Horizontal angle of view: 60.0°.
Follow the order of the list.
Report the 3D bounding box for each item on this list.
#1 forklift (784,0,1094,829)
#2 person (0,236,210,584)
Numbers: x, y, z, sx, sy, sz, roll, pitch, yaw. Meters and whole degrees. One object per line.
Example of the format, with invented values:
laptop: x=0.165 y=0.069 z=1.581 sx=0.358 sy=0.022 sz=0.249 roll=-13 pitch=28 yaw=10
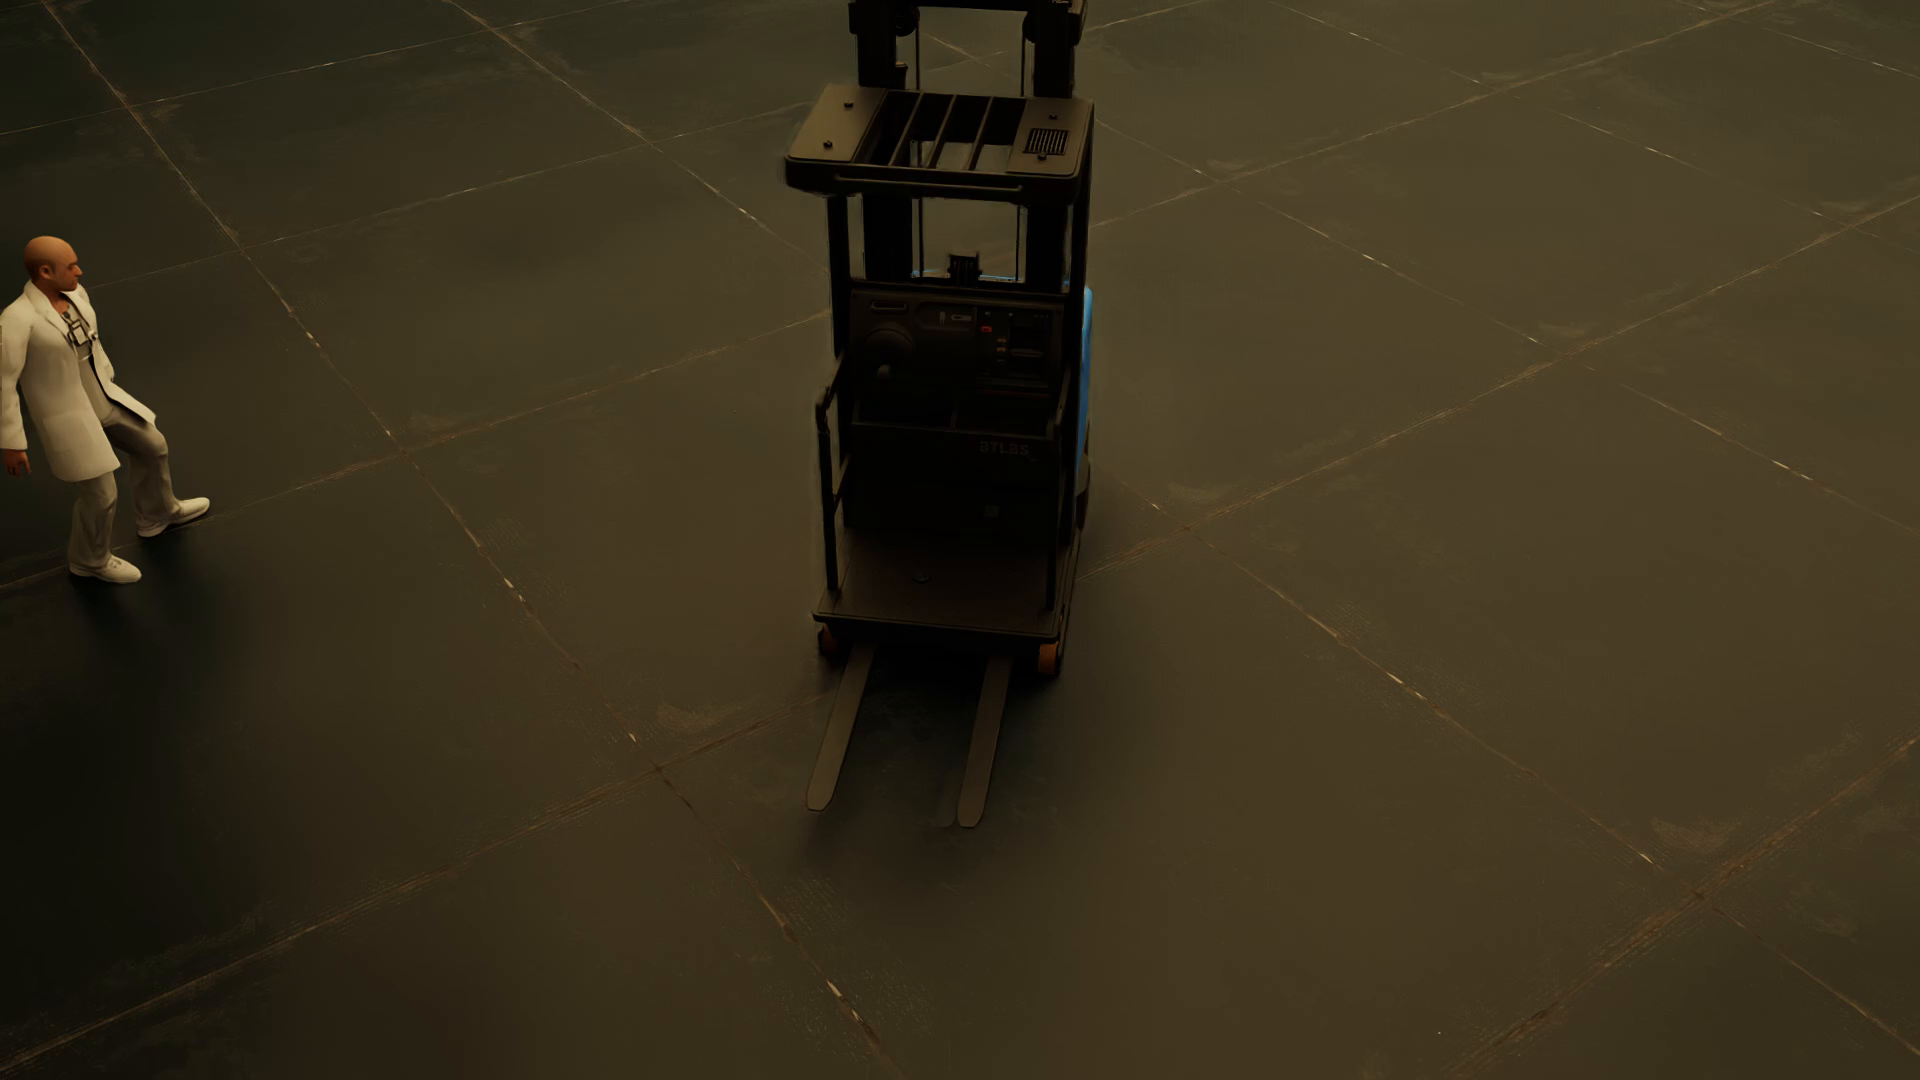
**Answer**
forklift: x=-0.049 y=-0.791 z=7.014 sx=1.130 sy=2.935 sz=3.031 roll=5 pitch=37 yaw=7
person: x=-4.122 y=-0.606 z=7.787 sx=0.476 sy=1.747 sz=0.922 roll=6 pitch=37 yaw=8
